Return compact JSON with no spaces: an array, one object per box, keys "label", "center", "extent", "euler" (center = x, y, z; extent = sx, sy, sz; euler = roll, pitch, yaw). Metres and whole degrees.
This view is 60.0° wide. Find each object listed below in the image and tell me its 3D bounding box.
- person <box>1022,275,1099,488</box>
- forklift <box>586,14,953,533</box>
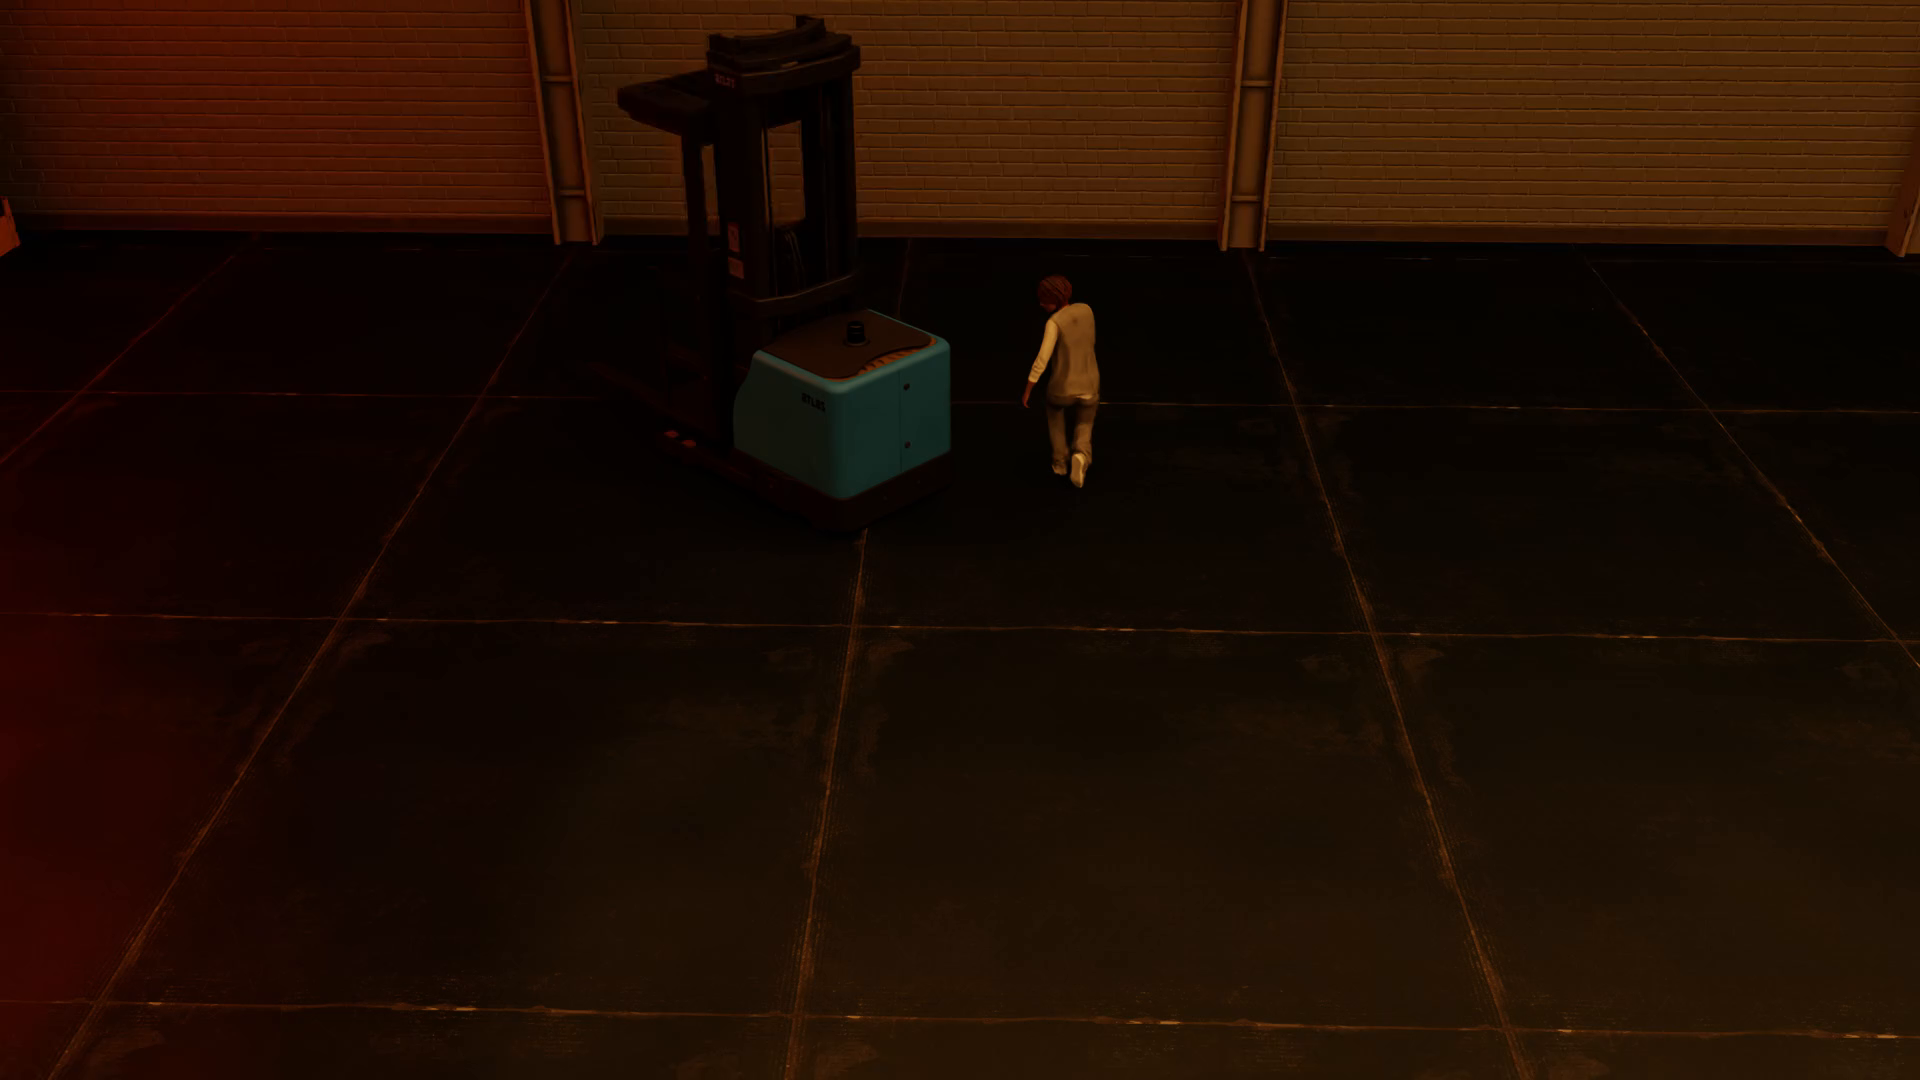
[{"label":"person","center":[0.681,-1.017,10.890],"extent":[0.575,1.395,0.643],"euler":[-8,31,-13]},{"label":"forklift","center":[-1.448,-1.950,10.922],"extent":[3.031,2.935,1.130],"euler":[26,40,37]}]
